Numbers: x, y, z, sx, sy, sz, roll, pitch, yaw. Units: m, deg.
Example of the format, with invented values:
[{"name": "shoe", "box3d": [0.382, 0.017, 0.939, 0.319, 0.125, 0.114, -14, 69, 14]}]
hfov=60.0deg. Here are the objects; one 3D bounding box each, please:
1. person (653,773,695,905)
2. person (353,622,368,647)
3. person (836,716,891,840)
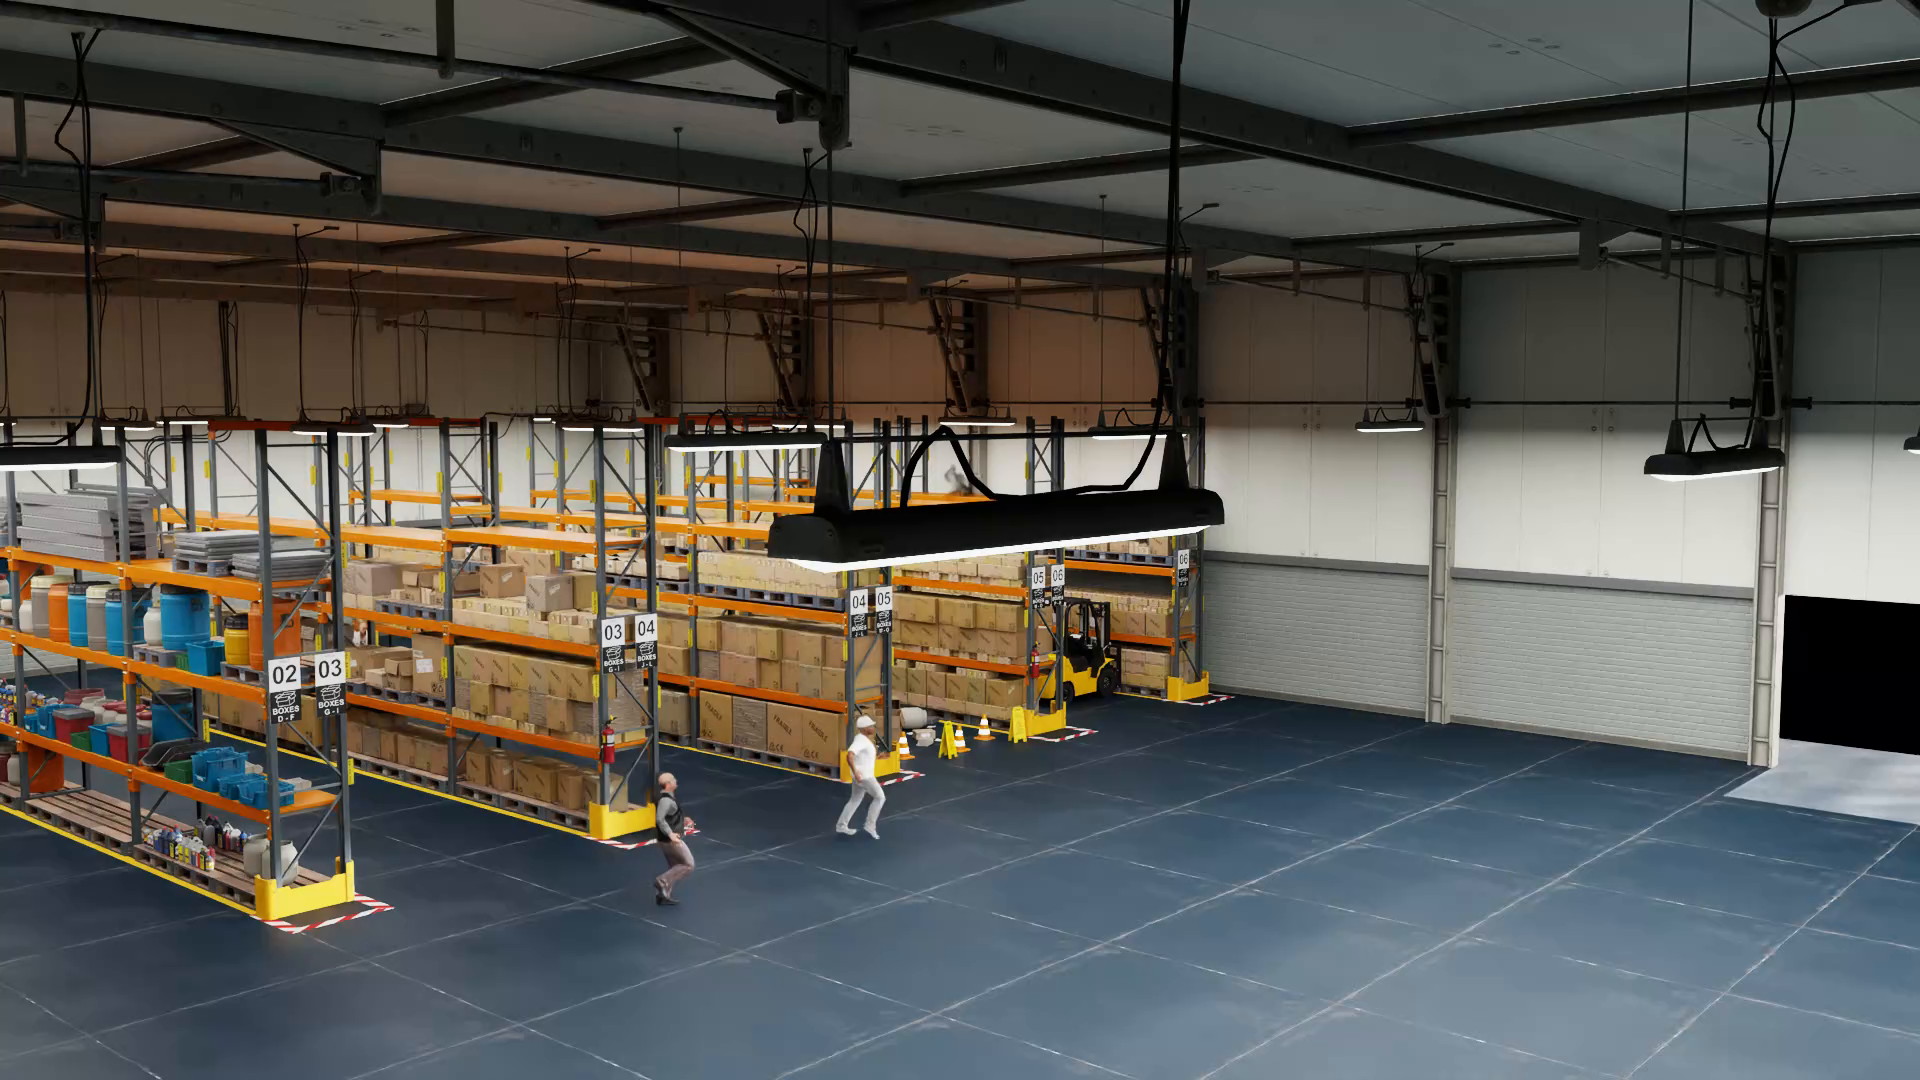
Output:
[{"name": "person", "box3d": [-3.606, 3.757, 20.913, 0.566, 1.681, 0.657, -2, 5, -20]}, {"name": "person", "box3d": [-12.890, 2.572, 35.628, 0.699, 1.697, 0.960, -4, 6, -38]}, {"name": "person", "box3d": [-1.389, 3.454, 24.096, 0.834, 1.815, 0.669, -1, 5, -15]}]
